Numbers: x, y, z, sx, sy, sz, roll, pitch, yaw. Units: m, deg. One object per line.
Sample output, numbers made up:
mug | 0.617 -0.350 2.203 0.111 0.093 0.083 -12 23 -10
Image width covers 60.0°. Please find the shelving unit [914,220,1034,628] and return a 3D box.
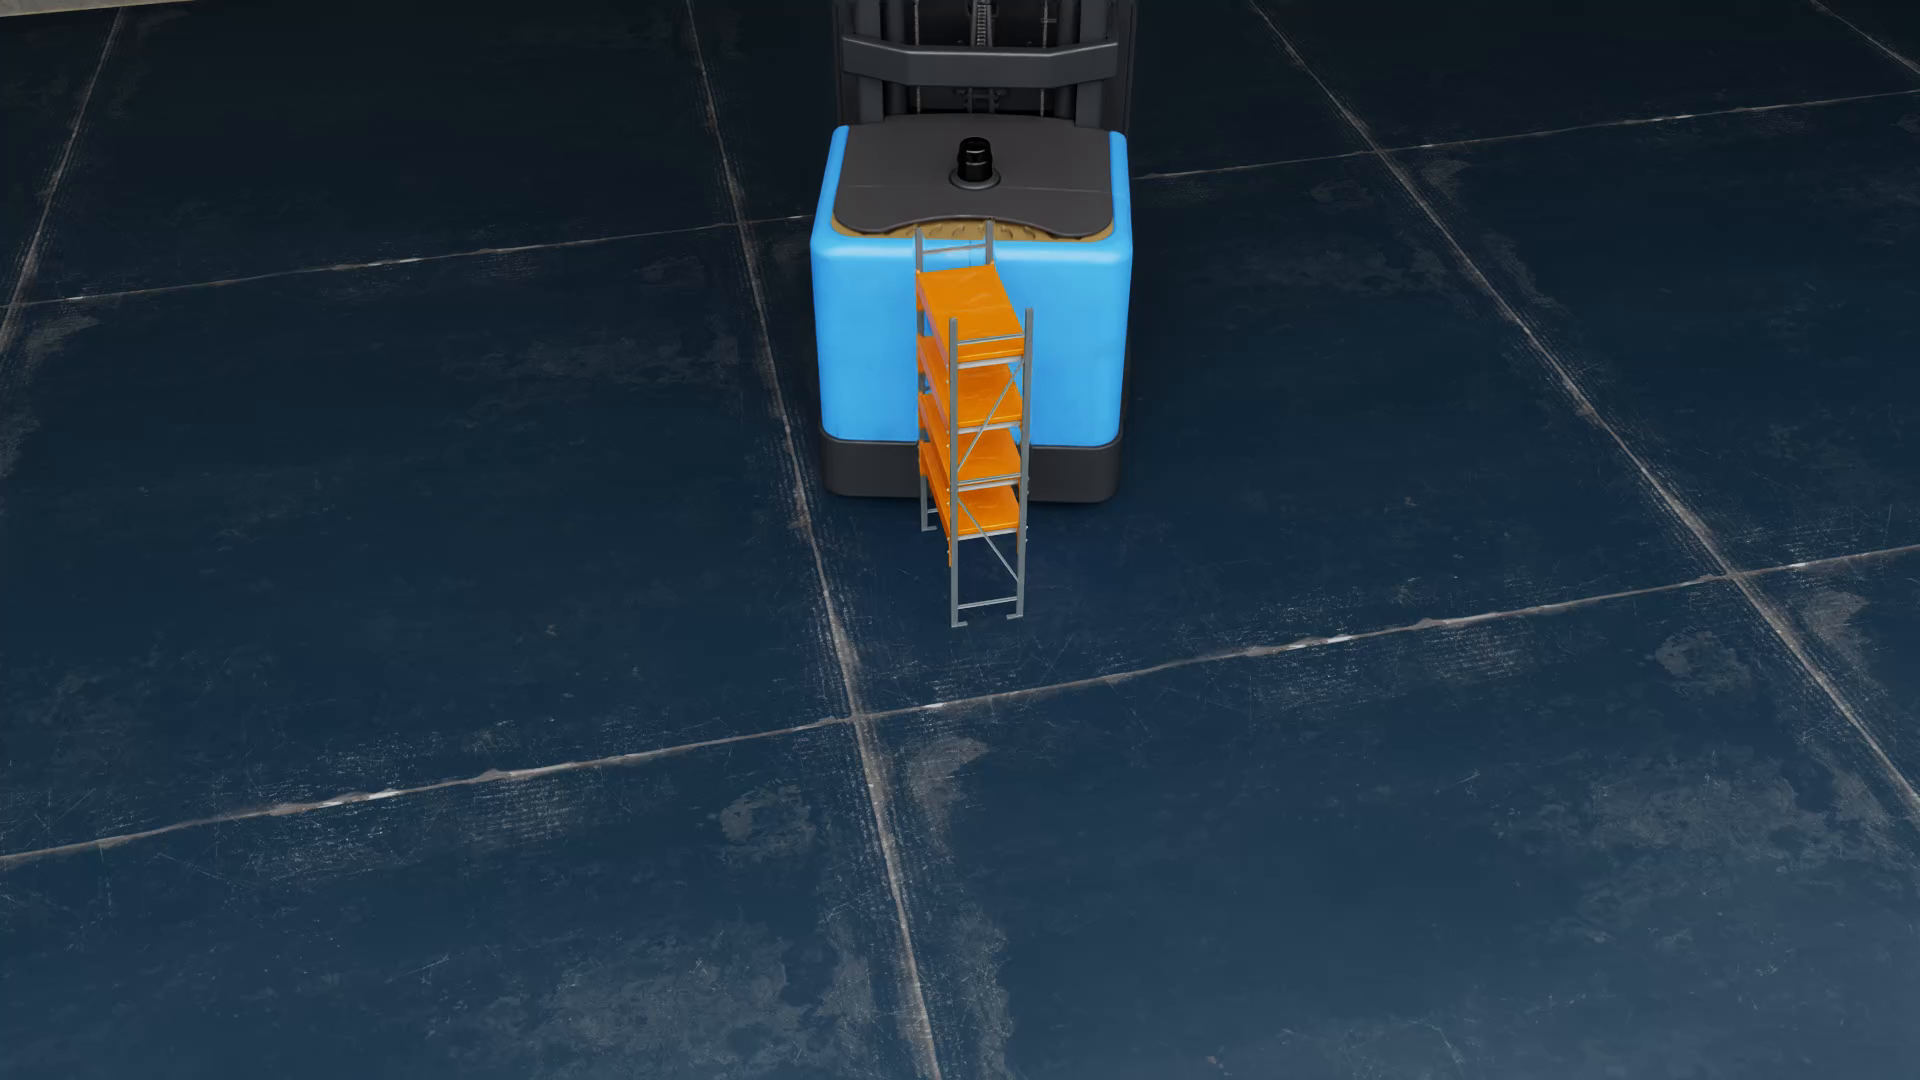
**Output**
shelving unit | 0.036 -0.341 5.231 0.258 1.200 0.503 -8 42 -9

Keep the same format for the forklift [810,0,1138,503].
forklift | 0.098 -2.188 6.007 1.130 2.935 3.031 2 42 2

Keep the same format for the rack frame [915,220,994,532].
rack frame | -0.017 -0.500 5.409 0.240 1.200 0.015 -8 42 -9

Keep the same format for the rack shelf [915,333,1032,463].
rack shelf | 0.036 -0.458 5.127 0.258 0.148 0.480 -8 42 -9

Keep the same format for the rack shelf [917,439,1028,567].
rack shelf | 0.036 -0.143 5.407 0.258 0.148 0.480 -8 42 -9

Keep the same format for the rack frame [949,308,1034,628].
rack frame | 0.088 -0.183 5.053 0.240 1.200 0.015 -8 42 -9

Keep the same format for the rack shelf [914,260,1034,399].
rack shelf | 0.036 -0.635 4.970 0.258 0.148 0.480 -8 42 -9

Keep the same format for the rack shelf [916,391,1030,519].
rack shelf | 0.036 -0.291 5.275 0.258 0.148 0.480 -8 42 -9
